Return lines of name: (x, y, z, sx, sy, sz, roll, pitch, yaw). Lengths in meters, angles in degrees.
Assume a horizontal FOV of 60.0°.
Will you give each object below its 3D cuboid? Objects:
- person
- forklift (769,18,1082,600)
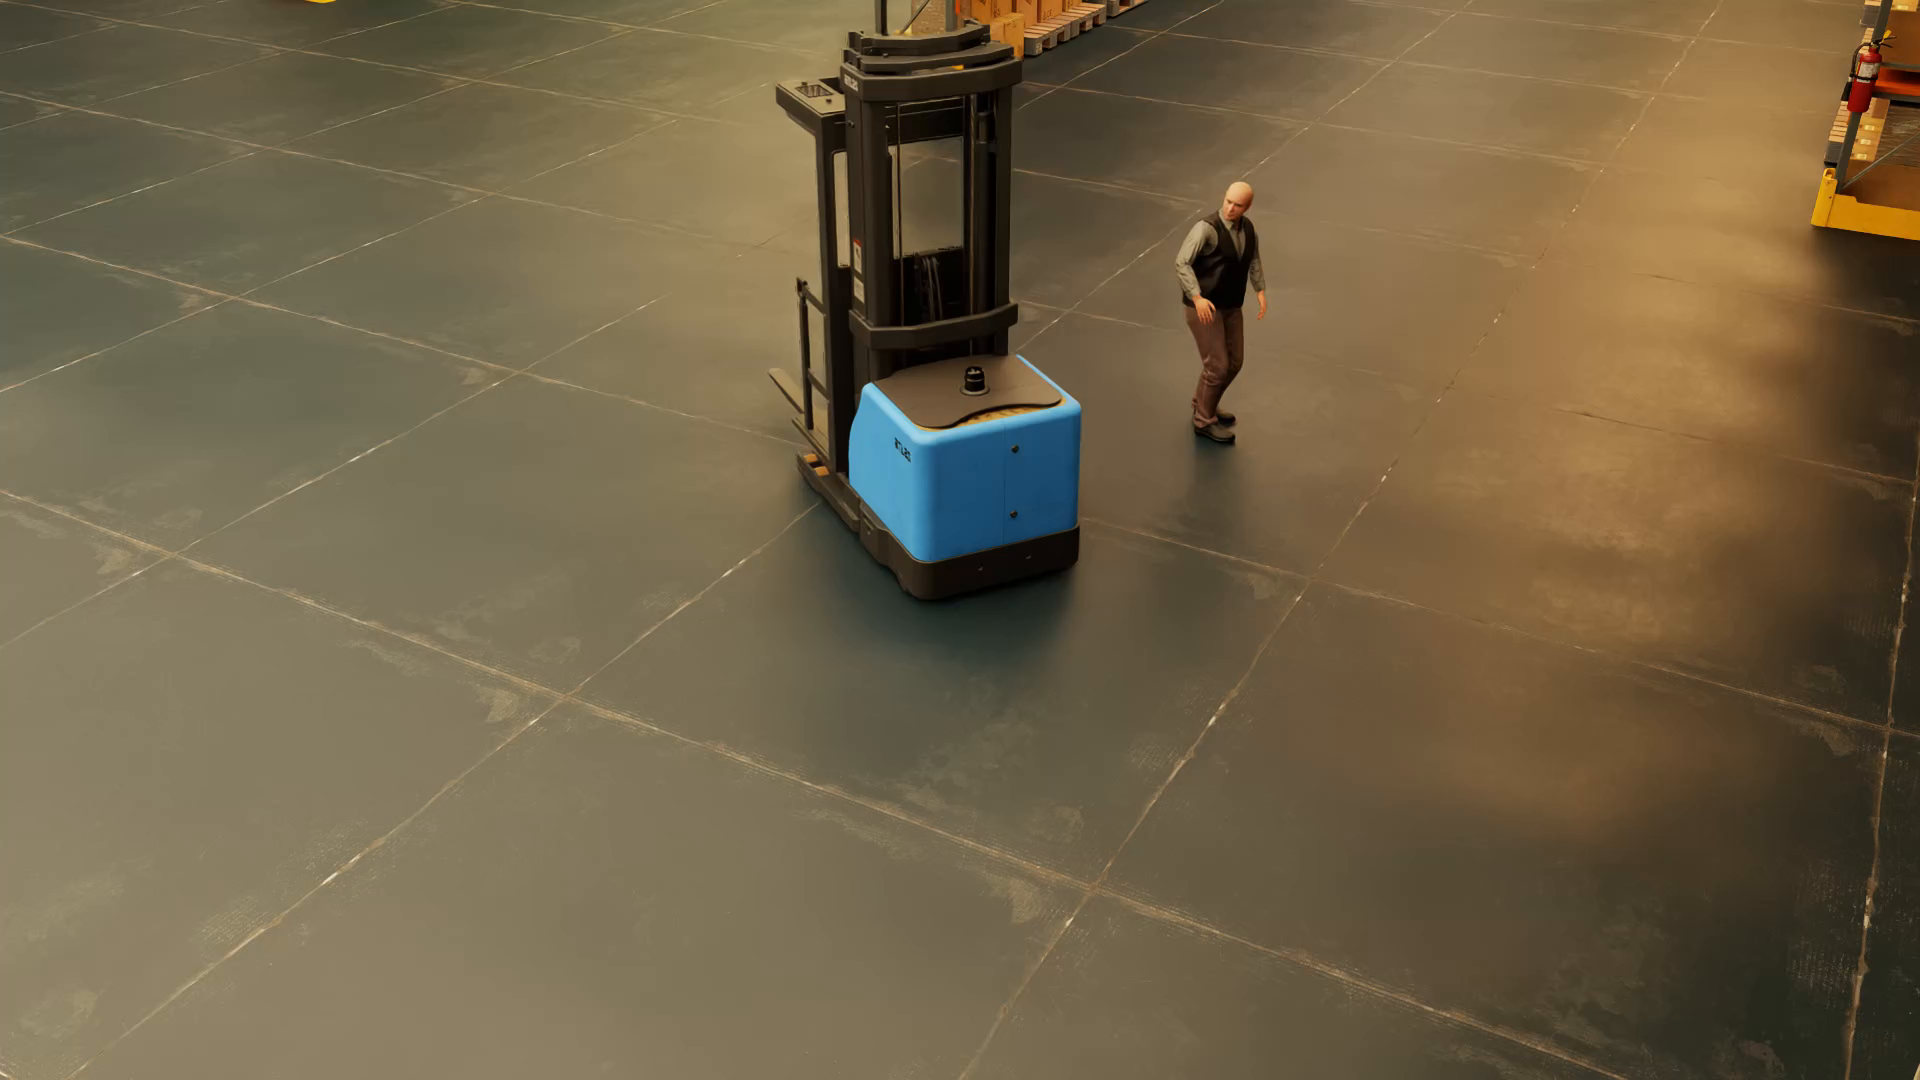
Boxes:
person: (1.766, -1.524, 10.954, 0.725, 1.698, 0.511, -27, 39, -38)
forklift: (-0.392, -1.652, 9.933, 1.130, 2.935, 3.031, -13, 33, -22)
